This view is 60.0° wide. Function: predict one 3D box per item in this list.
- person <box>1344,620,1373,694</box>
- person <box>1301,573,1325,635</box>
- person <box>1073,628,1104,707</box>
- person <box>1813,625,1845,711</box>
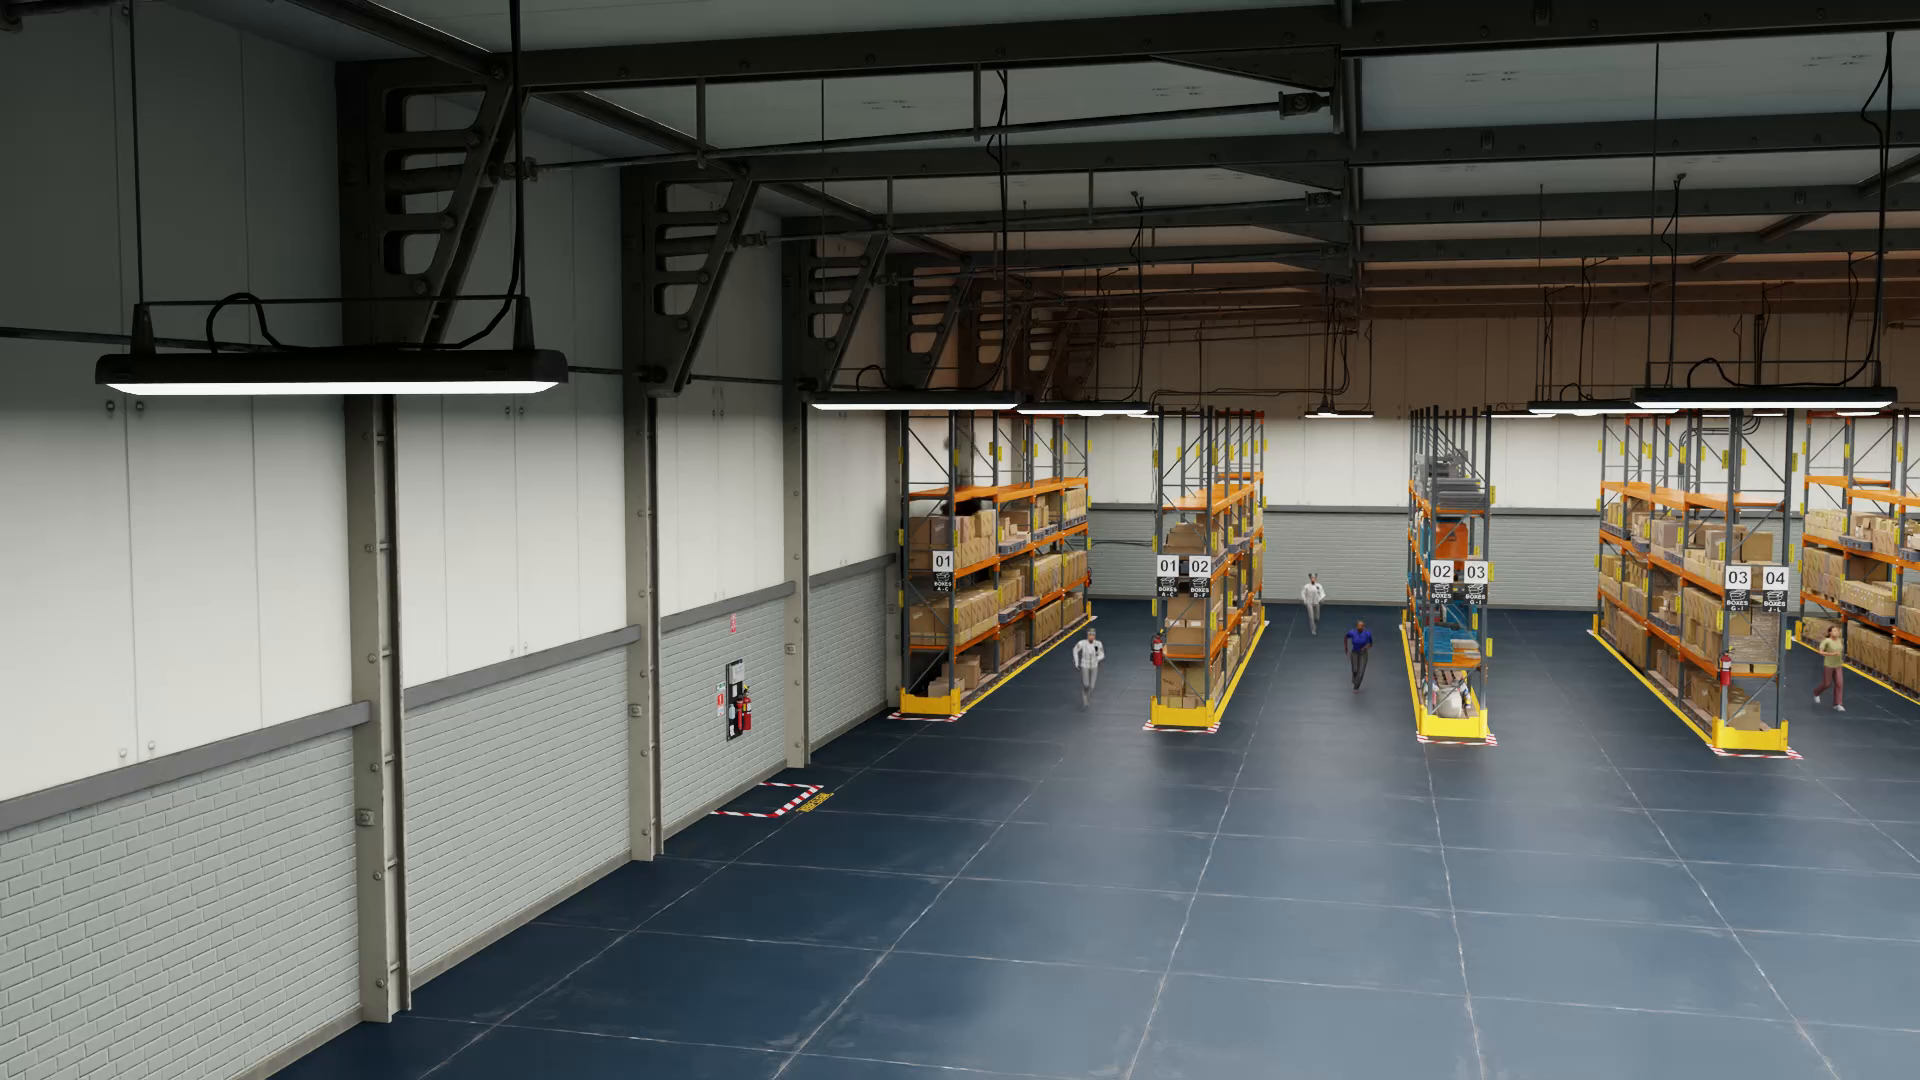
[{"bbox_3d":[8.346,2.450,34.826,0.562,1.581,0.673,0,4,6],"label":"person"},{"bbox_3d":[9.449,1.702,44.522,0.613,1.653,0.659,0,4,6],"label":"person"},{"bbox_3d":[2.567,2.529,32.953,0.573,1.611,0.690,-1,4,-9],"label":"person"},{"bbox_3d":[17.261,2.511,32.961,0.594,1.649,0.904,0,4,-6],"label":"person"}]
